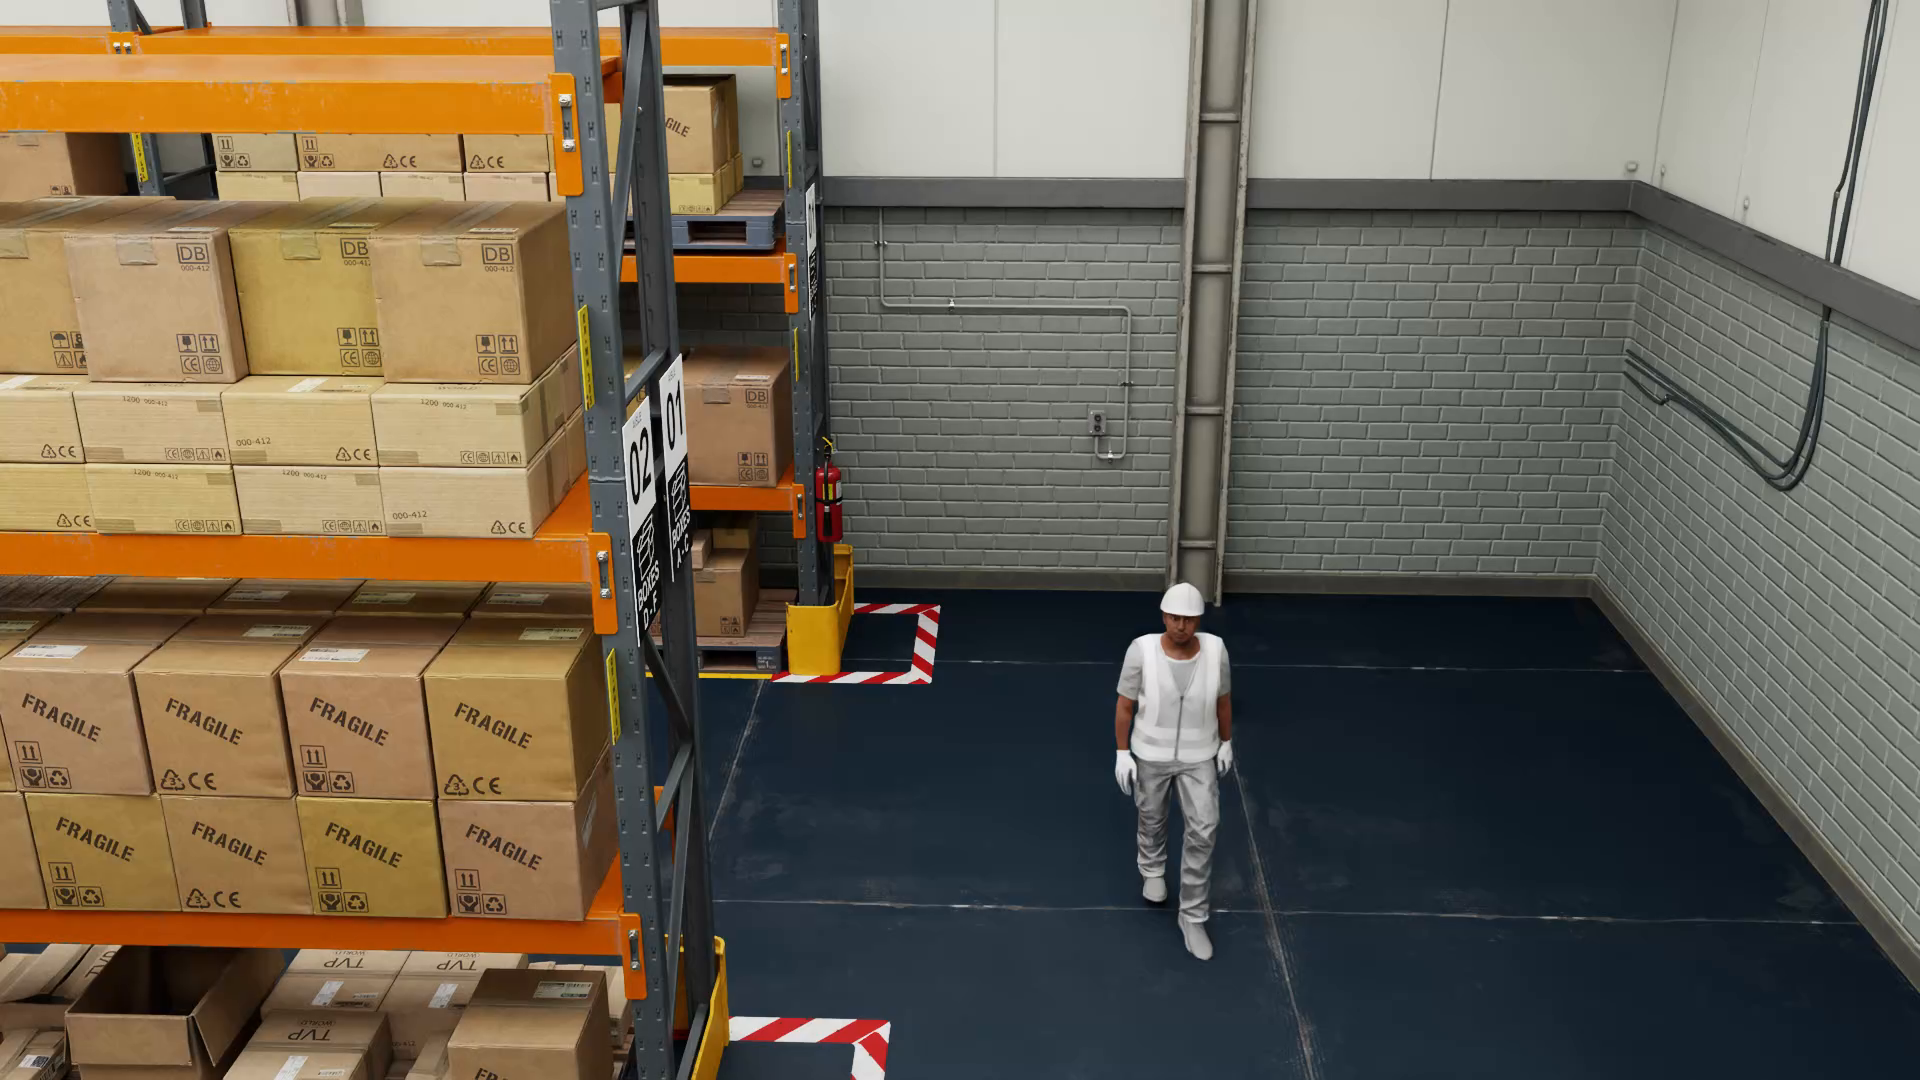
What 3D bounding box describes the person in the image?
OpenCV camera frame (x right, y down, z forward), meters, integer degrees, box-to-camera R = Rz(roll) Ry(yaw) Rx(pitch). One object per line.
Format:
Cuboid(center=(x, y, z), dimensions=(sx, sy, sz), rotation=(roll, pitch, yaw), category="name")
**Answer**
Cuboid(center=(1.054, 1.100, 8.149), dimensions=(0.601, 1.832, 0.706), rotation=(1, 21, 3), category="person")
